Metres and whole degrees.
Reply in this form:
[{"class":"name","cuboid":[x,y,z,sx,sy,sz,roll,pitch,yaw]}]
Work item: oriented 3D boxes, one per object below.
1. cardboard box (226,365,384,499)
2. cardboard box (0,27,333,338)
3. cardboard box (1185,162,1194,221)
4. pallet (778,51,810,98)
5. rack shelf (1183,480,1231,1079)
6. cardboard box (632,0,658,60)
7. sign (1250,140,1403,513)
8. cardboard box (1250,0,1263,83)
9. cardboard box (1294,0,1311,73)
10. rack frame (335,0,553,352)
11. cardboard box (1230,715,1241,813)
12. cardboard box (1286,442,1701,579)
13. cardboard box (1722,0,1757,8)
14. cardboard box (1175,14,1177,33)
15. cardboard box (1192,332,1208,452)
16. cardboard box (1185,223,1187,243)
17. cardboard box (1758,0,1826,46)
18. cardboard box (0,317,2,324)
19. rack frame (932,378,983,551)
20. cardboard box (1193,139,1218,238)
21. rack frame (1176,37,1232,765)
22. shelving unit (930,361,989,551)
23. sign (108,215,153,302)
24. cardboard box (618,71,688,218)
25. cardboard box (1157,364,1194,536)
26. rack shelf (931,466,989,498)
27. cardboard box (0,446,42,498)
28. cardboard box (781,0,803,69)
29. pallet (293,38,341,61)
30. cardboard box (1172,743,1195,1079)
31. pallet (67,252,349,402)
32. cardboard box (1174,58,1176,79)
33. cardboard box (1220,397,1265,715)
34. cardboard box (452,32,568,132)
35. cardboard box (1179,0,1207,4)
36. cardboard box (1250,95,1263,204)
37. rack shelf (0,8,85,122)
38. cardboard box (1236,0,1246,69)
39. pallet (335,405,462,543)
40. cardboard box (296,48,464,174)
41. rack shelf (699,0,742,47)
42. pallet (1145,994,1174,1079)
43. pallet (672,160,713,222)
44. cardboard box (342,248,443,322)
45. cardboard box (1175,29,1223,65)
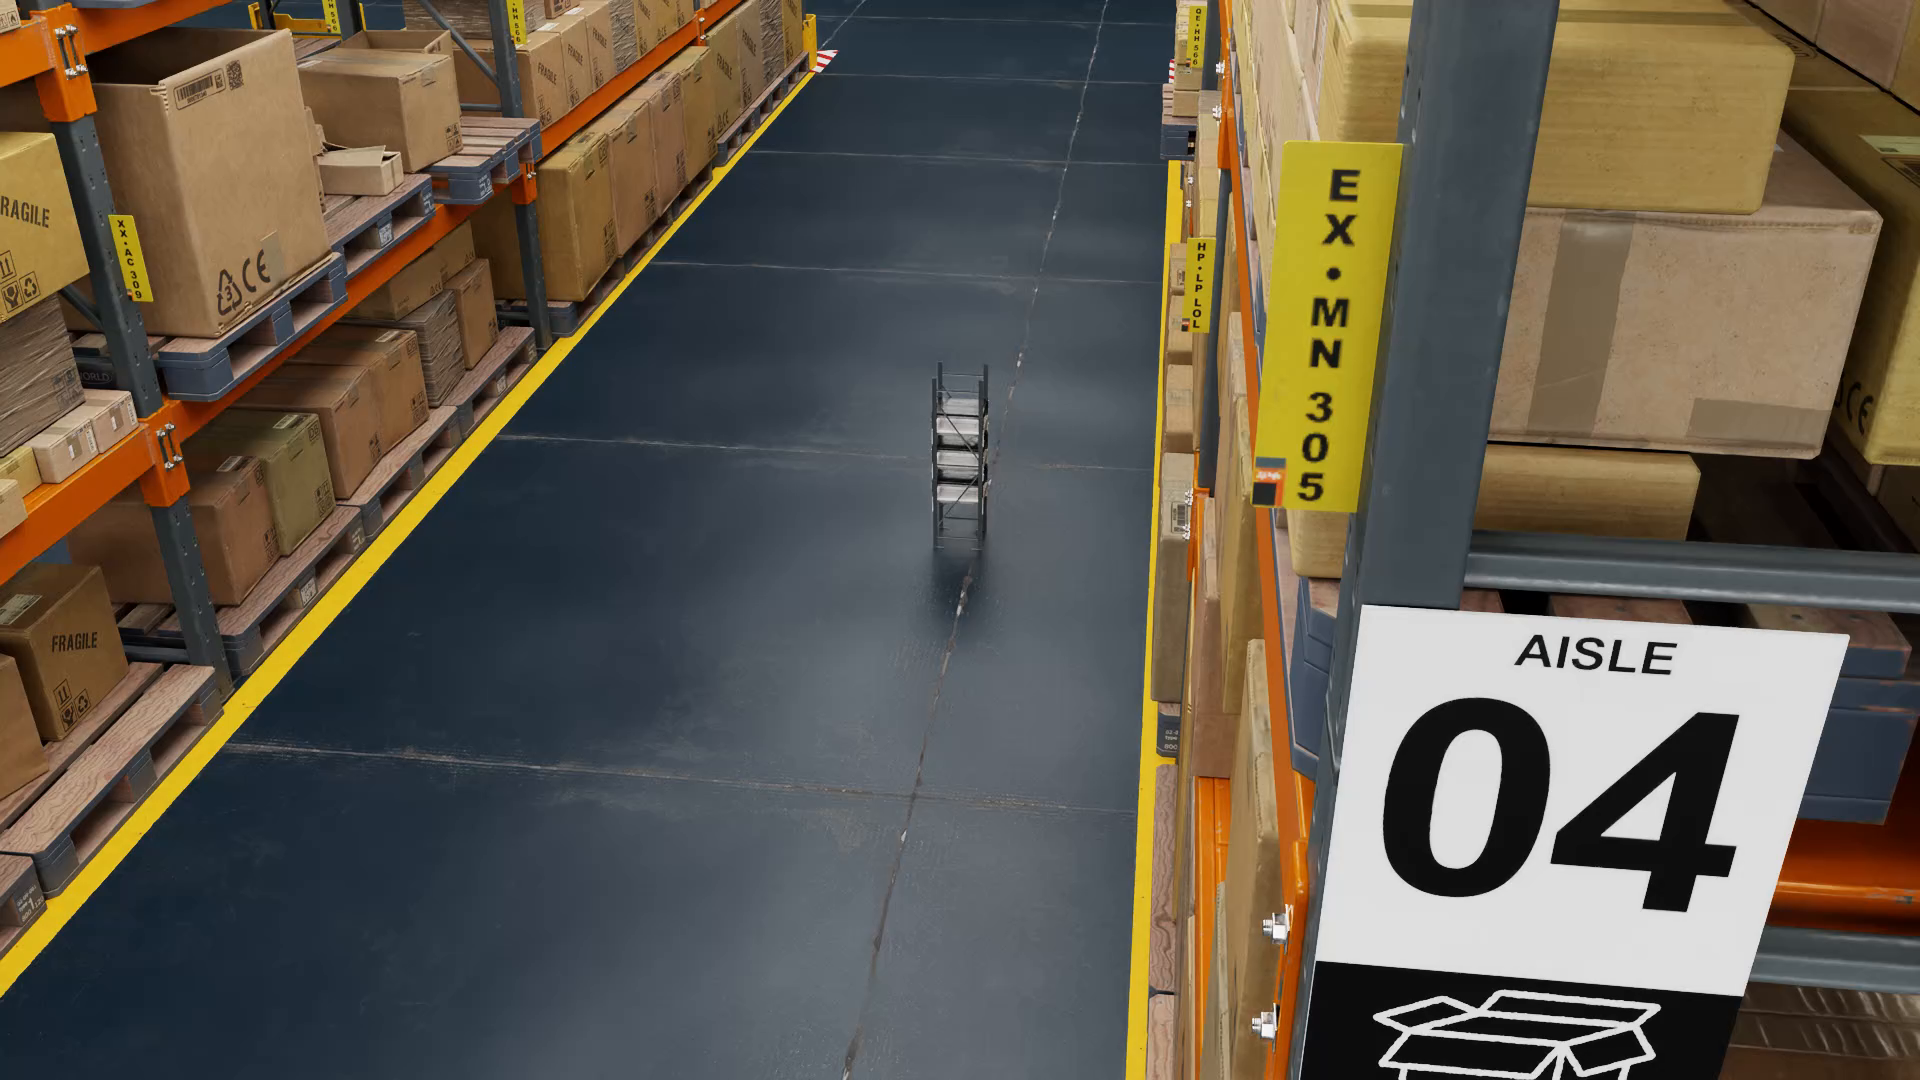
[{"class":"cardboard box","cuboid":[-3.335,-0.544,8.268,0.700,0.500,0.500,1,28,2]},{"class":"cardboard box","cuboid":[-3.340,-1.491,6.779,1.000,1.000,1.000,4,29,7]},{"class":"cardboard box","cuboid":[1.698,-2.213,10.597,0.500,0.250,0.500,4,29,7]},{"class":"pallet","cuboid":[-2.127,-4.716,16.781,1.003,0.211,1.213,3,28,6]},{"class":"rack shelf","cuboid":[1.089,0.918,4.142,1.077,0.370,4.000,3,28,6]},{"class":"cardboard box","cuboid":[-2.507,-3.771,11.981,0.500,0.500,0.500,3,28,6]},{"class":"sign","cuboid":[0.307,-0.171,1.392,0.100,0.325,0.005,3,28,6]},{"class":"cardboard box","cuboid":[0.813,-1.027,3.128,0.500,0.250,0.500,4,29,7]},{"class":"cardboard box","cuboid":[0.611,-0.664,2.032,0.380,0.149,0.250,4,29,7]},{"class":"rack frame","cuboid":[-3.087,-2.559,9.837,1.000,3.000,0.127,3,28,6]},{"class":"cardboard box","cuboid":[1.107,0.531,3.944,0.875,0.550,0.500,3,28,6]},{"class":"cardboard box","cuboid":[0.548,-0.072,1.776,0.380,0.149,0.250,3,28,6]},{"class":"cardboard box","cuboid":[1.279,-0.761,2.633,0.500,0.250,0.500,3,28,6]},{"class":"cardboard box","cuboid":[1.684,-3.535,11.472,0.380,0.149,0.250,2,28,4]},{"class":"cardboard box","cuboid":[1.132,-0.645,6.180,0.500,0.500,0.500,3,28,6]},{"class":"cardboard box","cuboid":[1.712,-1.877,10.763,0.500,0.500,0.500,4,29,8]},{"class":"cardboard box","cuboid":[1.295,-0.743,2.180,0.380,0.149,0.250,4,29,7]},{"class":"cardboard box","cuboid":[-3.419,-0.828,5.151,0.500,0.500,0.500,3,28,6]},{"class":"rack frame","cuboid":[-0.011,-0.352,7.955,0.240,0.900,0.006,3,28,6]},{"class":"cardboard box","cuboid":[1.379,-1.595,7.942,0.500,0.500,0.500,3,28,6]},{"class":"rack frame","cuboid":[1.334,-0.340,5.719,1.000,3.000,0.127,3,28,6]},{"class":"shelving unit","cuboid":[0.001,-0.400,8.044,0.258,0.900,0.210,3,28,6]},{"class":"sign","cuboid":[-3.037,-1.029,6.085,0.100,0.325,0.005,3,28,6]},{"class":"cardboard box","cuboid":[-2.764,-2.968,12.394,1.225,0.875,0.875,2,28,4]},{"class":"cardboard box","cuboid":[1.442,-0.286,7.547,1.050,0.750,0.750,3,28,6]},{"class":"rack shelf","cuboid":[0.001,-0.291,8.102,0.258,0.077,0.200,3,28,6]},{"class":"cardboard box","cuboid":[-3.442,-0.216,5.753,0.380,0.149,0.250,3,28,6]},{"class":"cardboard box","cuboid":[-2.105,-5.268,16.664,0.875,0.875,0.875,3,28,6]},{"class":"pallet","cuboid":[-7.161,-4.999,17.306,1.003,0.211,1.213,3,28,6]},{"class":"cardboard box","cuboid":[1.080,1.127,4.793,0.875,0.875,0.875,4,29,7]},{"class":"pallet","cuboid":[-3.339,-0.943,7.040,1.003,0.211,1.213,3,28,6]},{"class":"cardboard box","cuboid":[1.463,-2.813,9.817,0.380,0.149,0.250,4,29,8]},{"class":"cardboard box","cuboid":[1.043,0.052,3.694,0.875,0.550,0.500,3,28,6]},{"class":"cardboard box","cuboid":[-2.757,-2.816,10.209,0.500,0.500,0.500,4,29,8]},{"class":"cardboard box","cuboid":[1.558,-3.297,10.402,0.380,0.149,0.250,3,28,6]},{"class":"cardboard box","cuboid":[0.704,-0.670,2.886,0.380,0.149,0.250,4,29,7]},{"class":"rack shelf","cuboid":[-3.822,-0.738,4.054,1.077,0.370,4.000,3,28,6]},{"class":"cardboard box","cuboid":[0.829,-1.148,3.773,0.380,0.149,0.250,3,28,5]},{"class":"pallet","cuboid":[-3.336,-0.391,8.753,1.003,0.211,1.213,3,28,6]},{"class":"cardboard box","cuboid":[-3.082,-2.263,8.739,0.700,0.500,0.500,8,29,14]},{"class":"rack shelf","cuboid":[-2.351,-5.066,15.250,1.077,0.370,4.000,3,28,6]},{"class":"pallet","cuboid":[1.016,1.817,4.655,1.003,0.211,1.213,3,28,6]},{"class":"pallet","cuboid":[-2.616,-2.847,13.311,1.003,0.211,1.213,3,28,6]},{"class":"cardboard box","cuboid":[-3.194,-1.415,9.095,0.500,0.250,0.500,7,29,12]},{"class":"cardboard box","cuboid":[1.429,-2.817,9.510,0.380,0.149,0.250,2,28,4]}]
